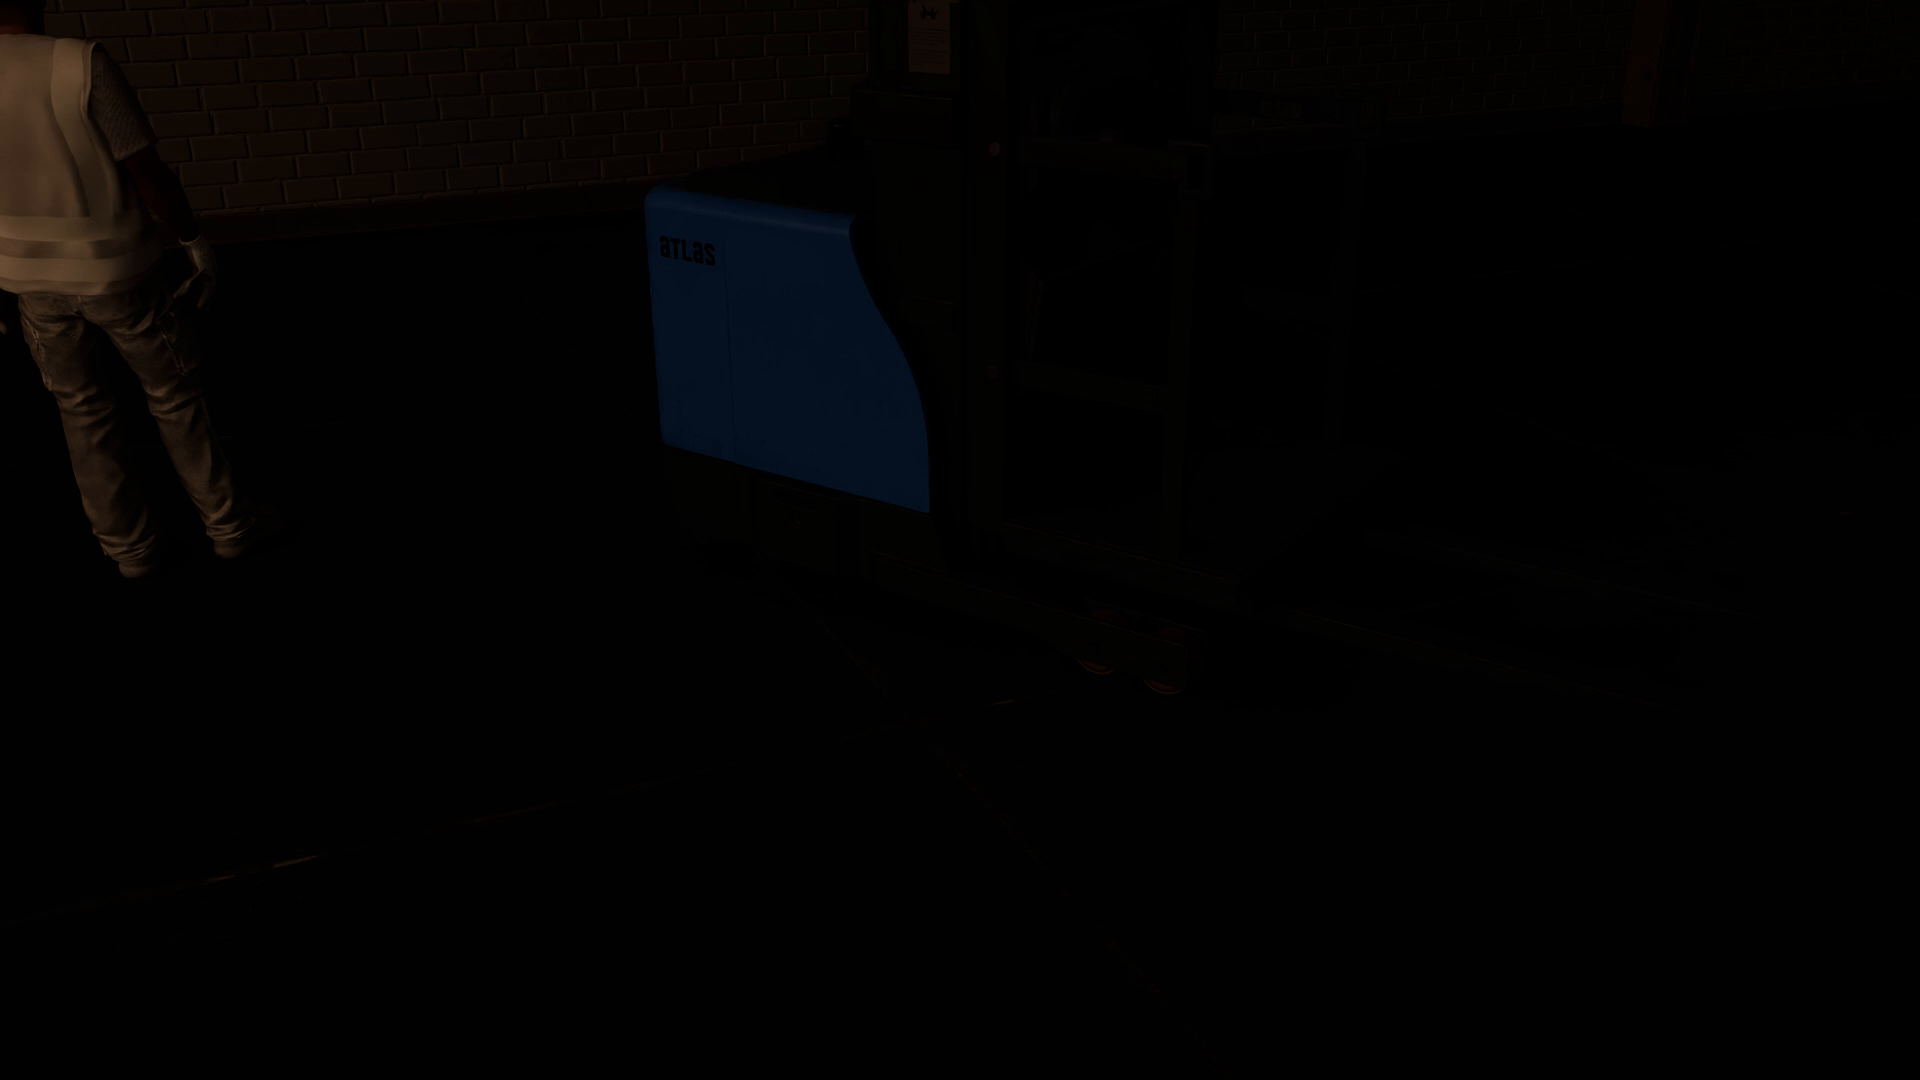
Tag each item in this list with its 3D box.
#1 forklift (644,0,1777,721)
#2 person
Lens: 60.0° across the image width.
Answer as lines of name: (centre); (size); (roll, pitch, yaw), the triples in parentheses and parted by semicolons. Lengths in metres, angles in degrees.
forklift: (0.582, -1.197, 4.168); (3.031, 2.935, 1.130); (15, 27, 32)
person: (-2.389, -0.762, 4.598); (0.656, 1.781, 0.579); (-2, 23, -6)
